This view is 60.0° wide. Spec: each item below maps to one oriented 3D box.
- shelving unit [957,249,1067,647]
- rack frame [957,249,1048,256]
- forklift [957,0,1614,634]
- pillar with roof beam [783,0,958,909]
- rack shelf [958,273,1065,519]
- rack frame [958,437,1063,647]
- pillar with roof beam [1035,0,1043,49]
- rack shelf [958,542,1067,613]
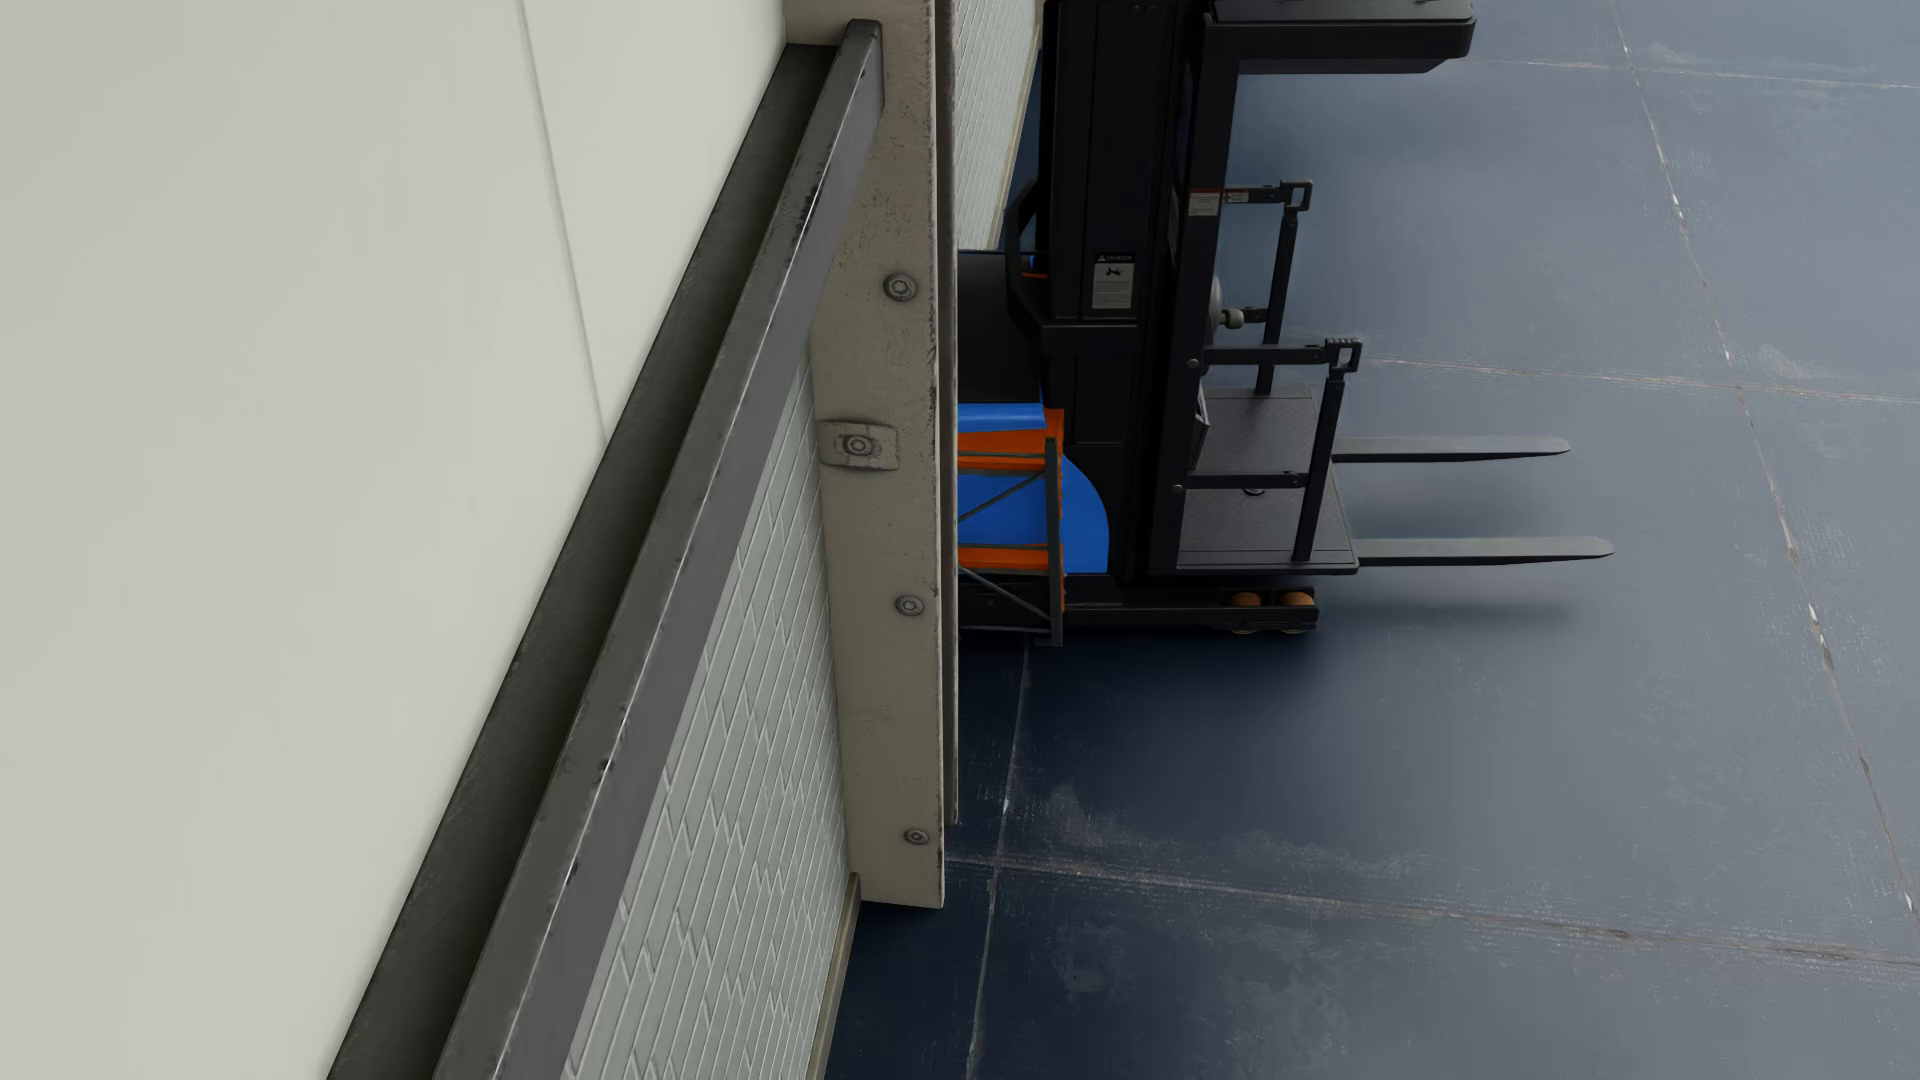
[{"bbox_3d":[0.159,-0.367,6.225,0.538,1.125,1.048,2,51,7],"label":"shelving unit"},{"bbox_3d":[0.212,-0.758,6.546,0.500,1.125,0.032,2,51,7],"label":"rack frame"},{"bbox_3d":[0.992,-1.071,5.750,3.031,2.935,1.130,0,43,0],"label":"forklift"},{"bbox_3d":[4.082,-1.812,2.119,9.100,9.000,0.400,5,44,6],"label":"pillar with roof beam"},{"bbox_3d":[0.141,-0.554,6.000,0.538,0.278,1.000,2,51,7],"label":"rack shelf"},{"bbox_3d":[0.106,0.024,5.904,0.500,1.125,0.032,2,51,7],"label":"rack frame"},{"bbox_3d":[4.875,-5.902,6.438,9.100,9.000,0.400,5,44,6],"label":"pillar with roof beam"},{"bbox_3d":[0.175,-0.211,6.412,0.538,0.278,1.000,2,51,7],"label":"rack shelf"}]
